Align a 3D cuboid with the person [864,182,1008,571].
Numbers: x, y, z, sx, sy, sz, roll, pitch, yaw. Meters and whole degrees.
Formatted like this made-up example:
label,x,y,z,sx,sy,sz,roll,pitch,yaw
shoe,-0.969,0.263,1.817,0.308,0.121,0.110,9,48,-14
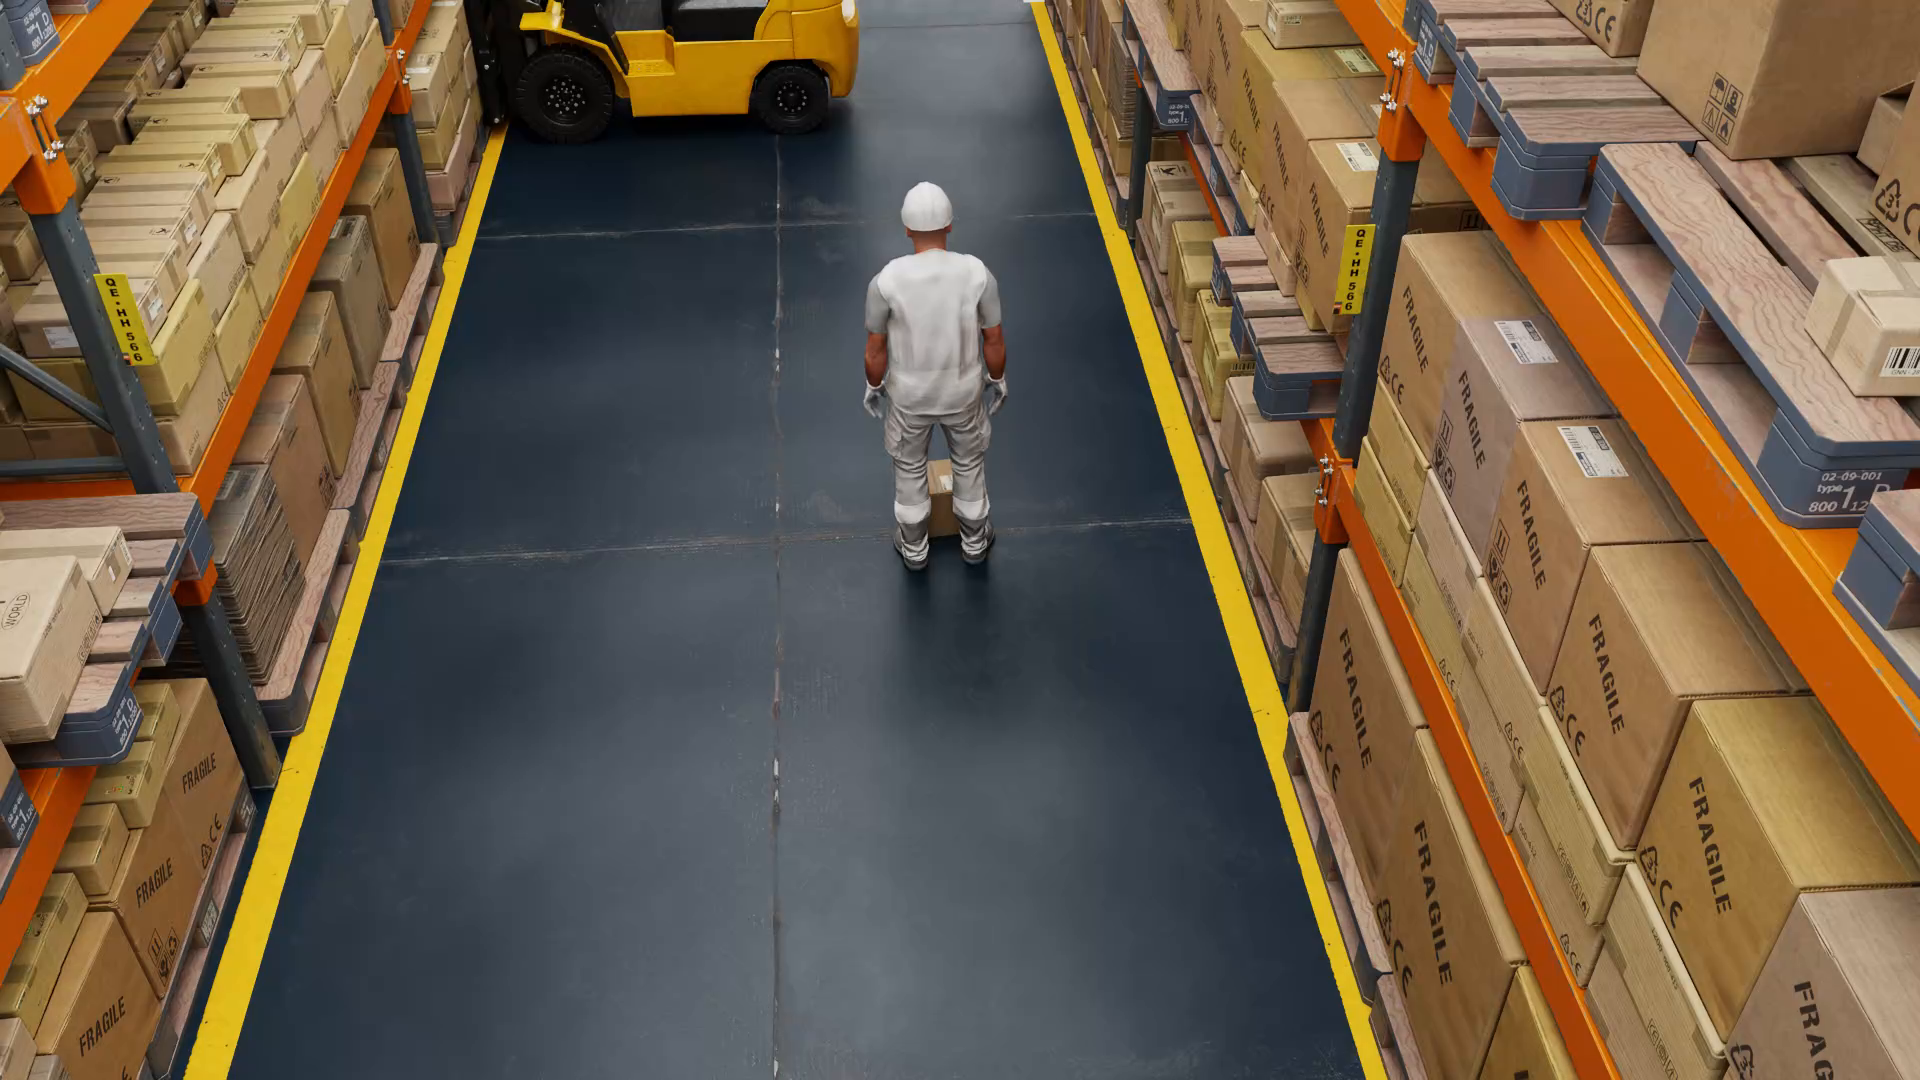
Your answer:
label,x,y,z,sx,sy,sz,roll,pitch,yaw
person,-0.099,-0.638,6.937,0.606,1.778,0.453,-3,39,-4
